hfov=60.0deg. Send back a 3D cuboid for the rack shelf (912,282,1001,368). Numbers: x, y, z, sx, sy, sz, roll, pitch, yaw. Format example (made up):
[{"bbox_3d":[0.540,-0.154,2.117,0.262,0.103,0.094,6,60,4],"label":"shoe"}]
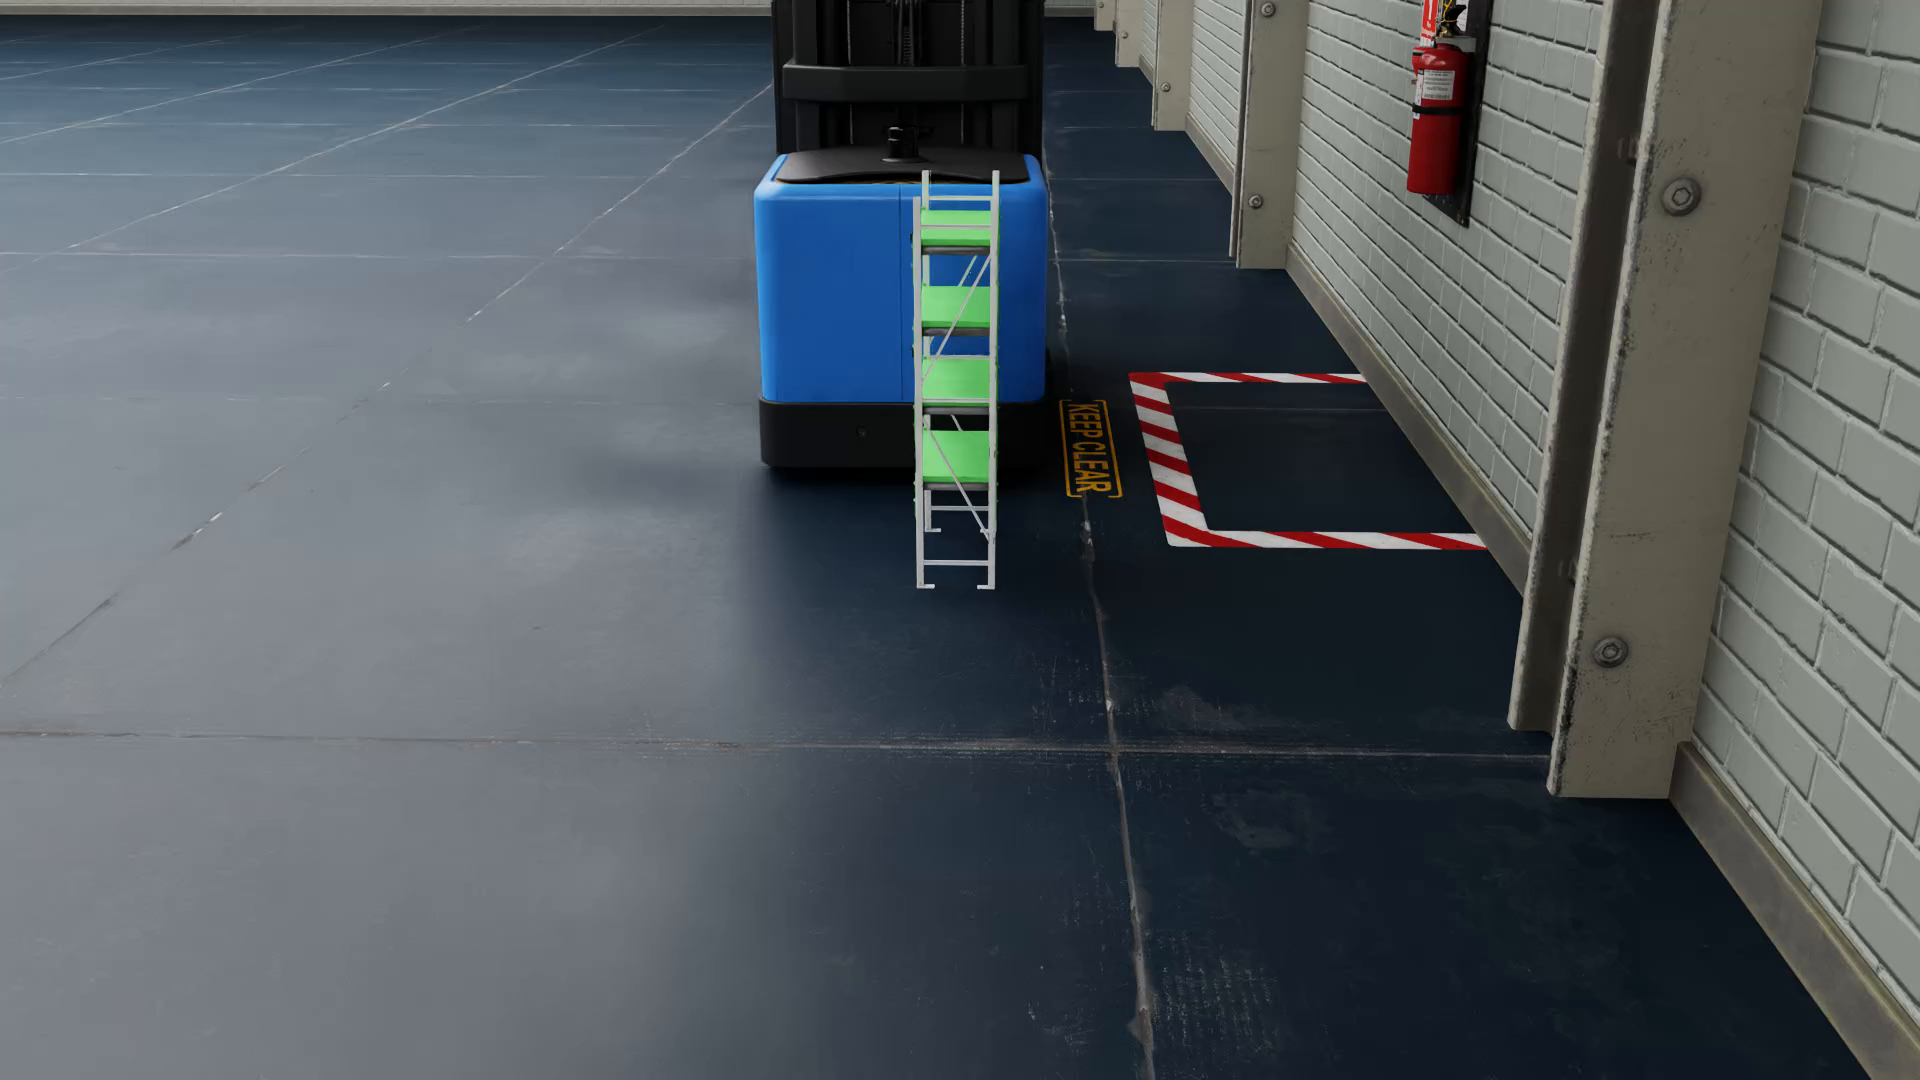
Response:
[{"bbox_3d":[-0.005,-0.664,5.094,0.258,0.148,0.480,1,21,2],"label":"rack shelf"}]

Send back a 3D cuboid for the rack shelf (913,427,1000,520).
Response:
[{"bbox_3d":[-0.005,-0.216,5.268,0.258,0.148,0.480,1,21,2],"label":"rack shelf"}]

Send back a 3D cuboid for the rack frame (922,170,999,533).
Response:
[{"bbox_3d":[0.002,-0.588,5.385,0.240,1.200,0.015,1,21,2],"label":"rack frame"}]

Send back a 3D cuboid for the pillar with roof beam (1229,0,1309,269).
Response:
[{"bbox_3d":[-2.550,-5.872,8.222,9.100,9.000,0.400,1,21,2],"label":"pillar with roof beam"}]

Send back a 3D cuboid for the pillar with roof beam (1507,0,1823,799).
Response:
[{"bbox_3d":[-2.733,-3.702,2.631,9.100,9.000,0.400,1,21,2],"label":"pillar with roof beam"}]

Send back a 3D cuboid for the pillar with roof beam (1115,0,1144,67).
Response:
[{"bbox_3d":[-2.185,-10.211,19.404,9.100,9.000,0.400,1,21,2],"label":"pillar with roof beam"}]

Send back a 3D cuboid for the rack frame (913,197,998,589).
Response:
[{"bbox_3d":[-0.012,-0.411,4.930,0.240,1.200,0.015,1,21,2],"label":"rack frame"}]

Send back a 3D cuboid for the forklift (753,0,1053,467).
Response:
[{"bbox_3d":[-0.208,-2.109,6.912,1.130,2.935,3.031,0,21,0],"label":"forklift"}]

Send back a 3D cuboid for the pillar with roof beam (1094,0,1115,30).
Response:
[{"bbox_3d":[-2.003,-12.380,24.995,9.100,9.000,0.400,1,21,2],"label":"pillar with roof beam"}]

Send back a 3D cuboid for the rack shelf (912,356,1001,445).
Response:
[{"bbox_3d":[-0.005,-0.440,5.181,0.258,0.148,0.480,1,21,2],"label":"rack shelf"}]

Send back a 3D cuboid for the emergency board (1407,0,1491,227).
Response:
[{"bbox_3d":[1.684,-1.751,5.896,0.194,1.169,0.643,1,21,2],"label":"emergency board"}]

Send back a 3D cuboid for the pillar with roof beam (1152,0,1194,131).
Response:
[{"bbox_3d":[-2.368,-8.041,13.813,9.100,9.000,0.400,1,21,2],"label":"pillar with roof beam"}]

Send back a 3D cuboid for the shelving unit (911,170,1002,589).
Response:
[{"bbox_3d":[-0.005,-0.500,5.158,0.258,1.200,0.503,1,21,2],"label":"shelving unit"}]

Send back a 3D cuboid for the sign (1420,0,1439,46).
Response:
[{"bbox_3d":[1.804,-1.967,6.402,0.001,0.329,0.234,1,21,2],"label":"sign"}]

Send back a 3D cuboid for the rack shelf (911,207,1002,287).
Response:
[{"bbox_3d":[-0.005,-0.887,5.007,0.258,0.148,0.480,1,21,2],"label":"rack shelf"}]
